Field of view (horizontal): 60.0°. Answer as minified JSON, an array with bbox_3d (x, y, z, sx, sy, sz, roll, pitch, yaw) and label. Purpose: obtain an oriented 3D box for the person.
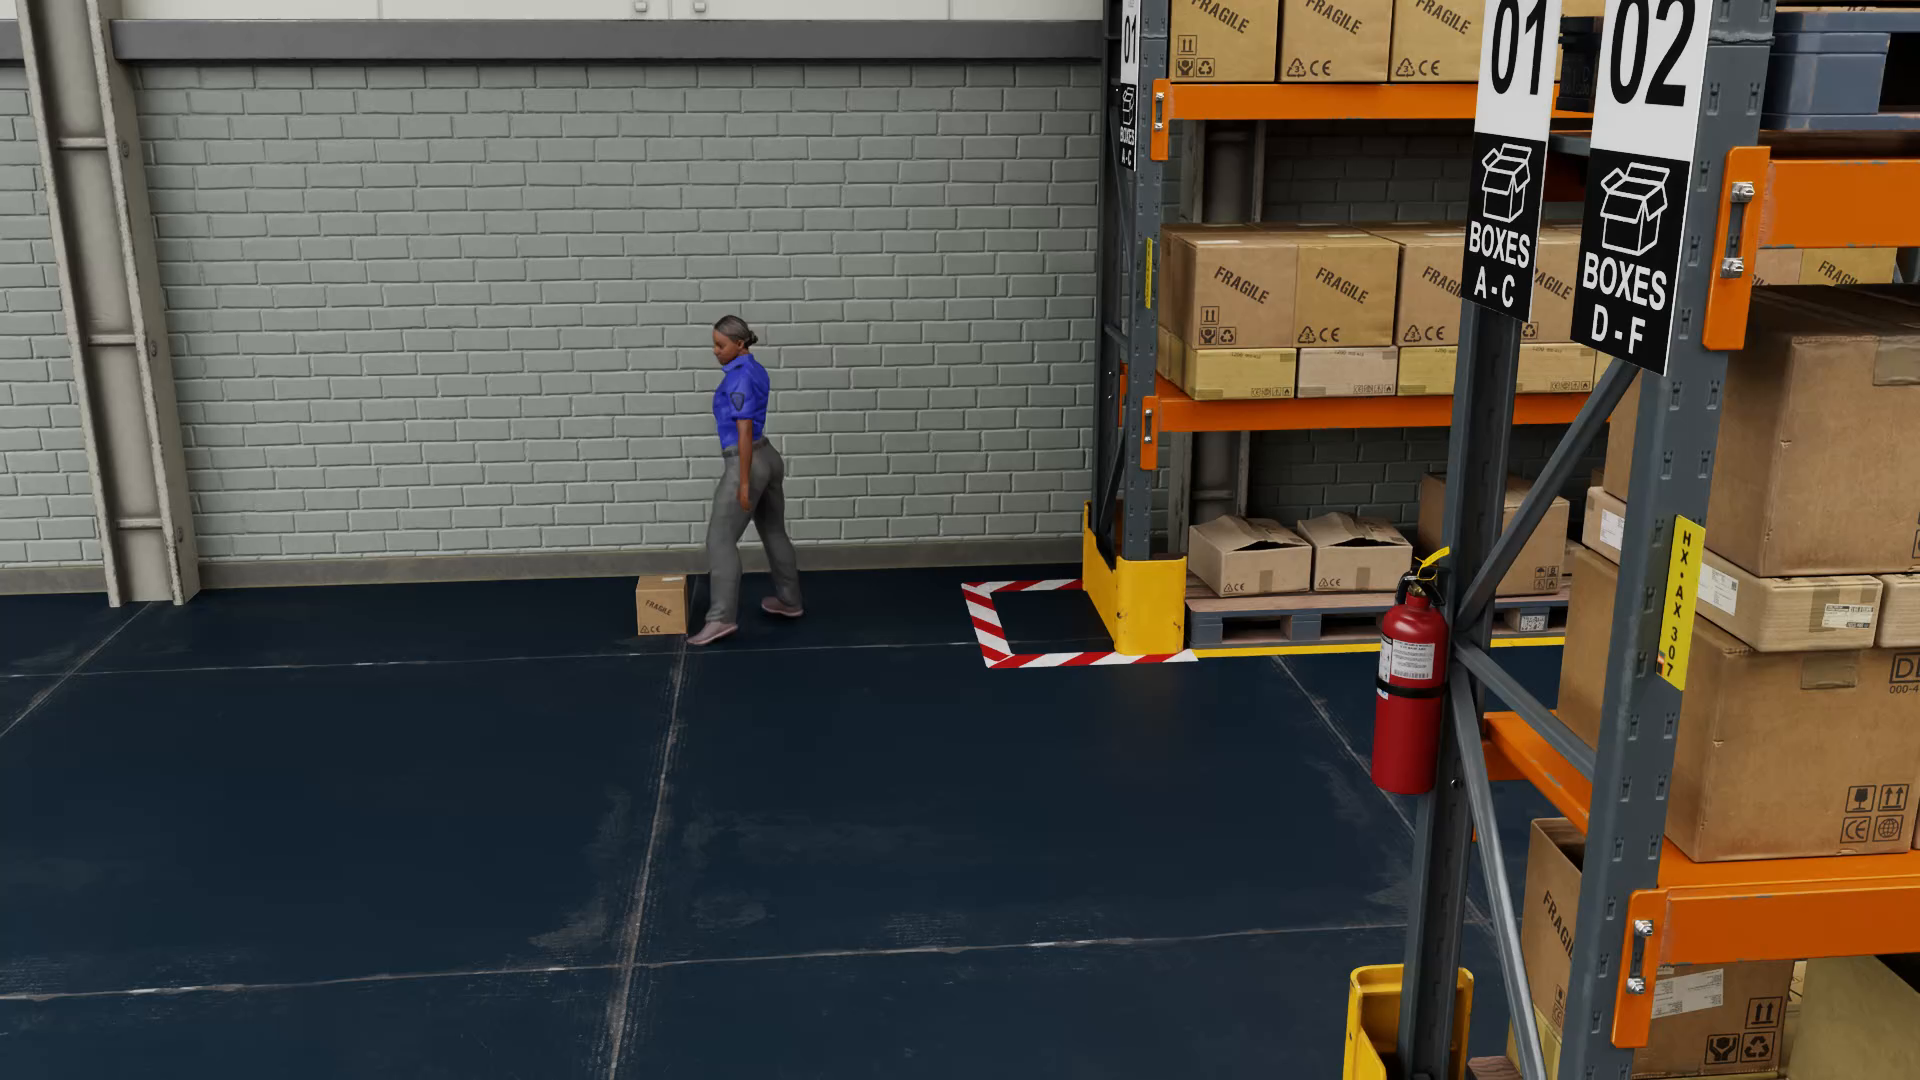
[{"bbox_3d":[-1.139,-0.347,8.692,0.843,1.614,0.631,2,17,5],"label":"person"}]
